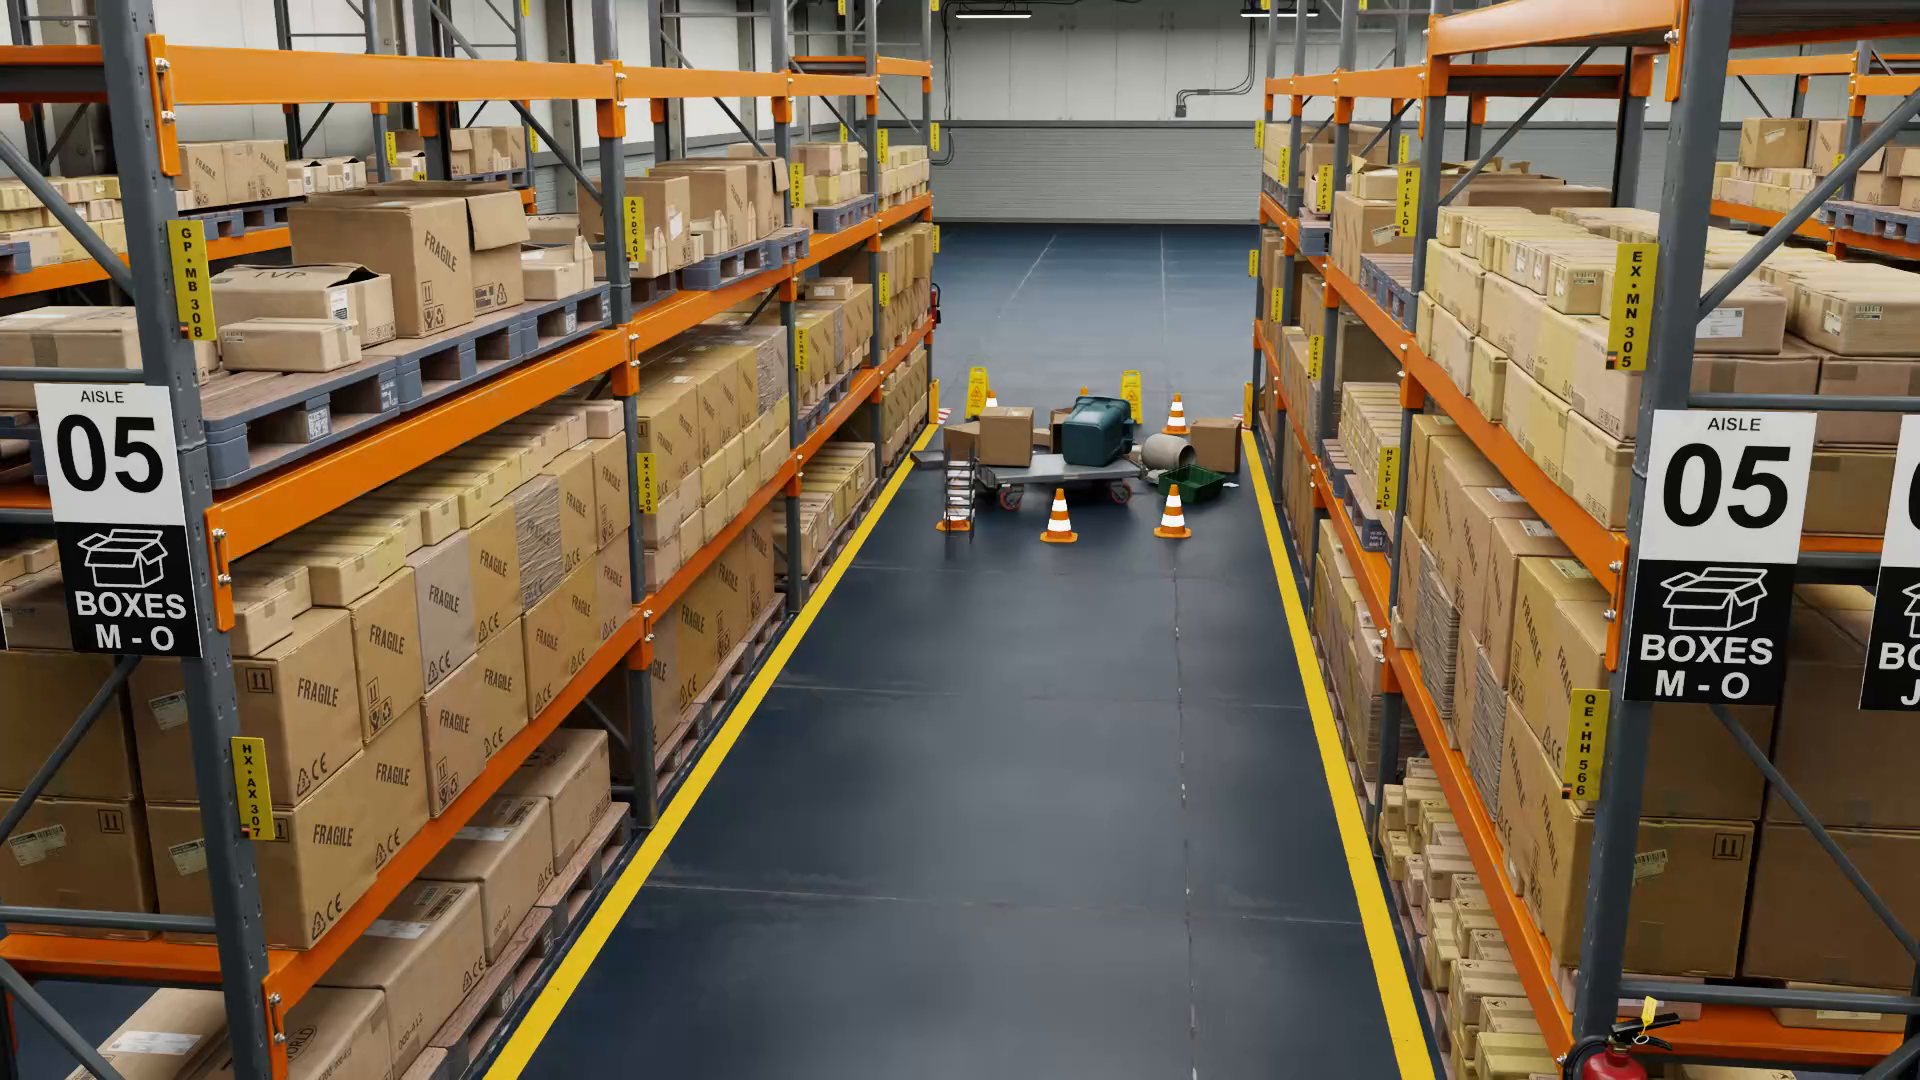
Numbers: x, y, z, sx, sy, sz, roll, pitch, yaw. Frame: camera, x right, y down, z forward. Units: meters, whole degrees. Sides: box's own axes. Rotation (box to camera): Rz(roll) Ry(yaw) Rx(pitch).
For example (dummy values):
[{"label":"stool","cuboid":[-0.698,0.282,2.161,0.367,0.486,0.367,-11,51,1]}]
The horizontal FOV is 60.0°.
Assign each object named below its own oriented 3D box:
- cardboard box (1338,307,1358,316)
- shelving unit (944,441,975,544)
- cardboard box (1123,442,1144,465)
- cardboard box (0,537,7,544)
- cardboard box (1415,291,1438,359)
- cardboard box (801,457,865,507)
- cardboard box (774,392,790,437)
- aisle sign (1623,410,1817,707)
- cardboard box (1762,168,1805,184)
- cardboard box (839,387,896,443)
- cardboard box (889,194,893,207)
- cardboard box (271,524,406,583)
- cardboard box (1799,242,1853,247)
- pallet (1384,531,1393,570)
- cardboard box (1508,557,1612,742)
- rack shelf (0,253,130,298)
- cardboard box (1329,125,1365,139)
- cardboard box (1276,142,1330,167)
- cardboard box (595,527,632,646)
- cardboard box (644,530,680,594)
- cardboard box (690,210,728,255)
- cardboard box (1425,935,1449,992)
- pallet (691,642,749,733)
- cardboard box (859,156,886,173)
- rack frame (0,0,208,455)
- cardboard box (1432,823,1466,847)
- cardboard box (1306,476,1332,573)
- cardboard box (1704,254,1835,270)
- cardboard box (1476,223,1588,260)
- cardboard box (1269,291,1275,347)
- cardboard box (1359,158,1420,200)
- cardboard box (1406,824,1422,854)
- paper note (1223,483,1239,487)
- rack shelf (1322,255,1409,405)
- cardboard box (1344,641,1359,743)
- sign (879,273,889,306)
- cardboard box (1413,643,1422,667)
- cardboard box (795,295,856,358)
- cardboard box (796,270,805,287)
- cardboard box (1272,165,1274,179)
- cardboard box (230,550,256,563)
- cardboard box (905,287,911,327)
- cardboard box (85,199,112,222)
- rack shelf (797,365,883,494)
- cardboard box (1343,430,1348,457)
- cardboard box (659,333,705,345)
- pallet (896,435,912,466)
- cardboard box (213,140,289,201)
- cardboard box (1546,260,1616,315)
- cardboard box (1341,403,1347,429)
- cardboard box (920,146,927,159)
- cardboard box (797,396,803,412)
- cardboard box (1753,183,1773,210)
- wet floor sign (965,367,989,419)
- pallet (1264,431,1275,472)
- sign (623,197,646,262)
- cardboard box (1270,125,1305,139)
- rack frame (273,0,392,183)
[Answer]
[{"label":"cardboard box","cuboid":[3.293,-1.554,13.143,0.700,0.500,0.500,1,15,5]},{"label":"shelving unit","cuboid":[-0.001,-0.432,15.125,0.258,0.900,0.210,2,15,6]},{"label":"cardboard box","cuboid":[1.992,-0.993,18.414,0.396,0.266,0.258,4,16,16]},{"label":"cardboard box","cuboid":[-7.163,0.048,12.066,0.380,0.149,0.250,1,15,5]},{"label":"cardboard box","cuboid":[2.411,-1.001,7.748,0.500,0.250,0.500,2,15,9]},{"label":"cardboard box","cuboid":[-1.436,-0.544,15.745,0.950,0.372,0.625,3,15,10]},{"label":"cardboard box","cuboid":[-1.555,-0.931,12.276,0.500,0.250,0.500,2,15,6]},{"label":"aisle sign","cuboid":[1.968,0.055,4.322,0.394,0.787,0.004,2,15,6]},{"label":"cardboard box","cuboid":[8.573,-3.779,17.257,0.380,0.149,0.250,2,15,6]},{"label":"cardboard box","cuboid":[-0.967,-1.315,17.393,0.500,0.500,0.500,2,15,9]},{"label":"cardboard box","cuboid":[-0.911,-3.599,17.550,0.380,0.149,0.250,1,15,5]},{"label":"cardboard box","cuboid":[-2.227,0.049,5.973,0.380,0.149,0.250,1,15,4]},{"label":"cardboard box","cuboid":[9.006,-2.814,17.233,0.500,0.500,0.500,2,15,6]},{"label":"pallet","cuboid":[2.956,0.161,9.277,1.003,0.211,1.213,2,15,6]},{"label":"cardboard box","cuboid":[2.136,0.367,5.468,0.500,0.500,0.500,1,15,4]},{"label":"rack shelf","cuboid":[-6.911,-1.622,11.135,1.077,0.370,4.000,2,15,6]},{"label":"cardboard box","cuboid":[4.292,-4.517,18.420,0.380,0.149,0.250,2,15,7]},{"label":"cardboard box","cuboid":[3.544,-3.979,17.194,0.500,0.250,0.500,2,15,6]},{"label":"cardboard box","cuboid":[-2.003,0.222,8.491,0.500,0.500,0.500,2,15,7]},{"label":"cardboard box","cuboid":[-1.893,0.108,9.390,0.500,0.250,0.500,1,15,5]},{"label":"cardboard box","cuboid":[-1.650,-1.907,10.263,0.396,0.266,0.258,3,15,11]},{"label":"cardboard box","cuboid":[2.259,1.858,7.289,0.380,0.149,0.250,1,15,5]},{"label":"pallet","cuboid":[-2.057,0.969,11.263,1.003,0.211,1.213,2,15,6]},{"label":"cardboard box","cuboid":[-0.942,-3.716,16.454,0.380,0.149,0.250,1,15,5]},{"label":"rack frame","cuboid":[-2.656,-1.716,4.357,1.000,3.000,0.127,2,15,6]},{"label":"cardboard box","cuboid":[2.404,1.436,7.708,0.380,0.149,0.250,1,15,5]},{"label":"cardboard box","cuboid":[3.335,-0.048,13.185,1.050,0.750,0.750,1,15,5]},{"label":"cardboard box","cuboid":[2.639,-0.854,5.481,0.380,0.149,0.250,2,15,8]},{"label":"cardboard box","cuboid":[2.333,-1.209,6.794,0.380,0.149,0.250,1,15,4]},{"label":"cardboard box","cuboid":[3.836,-2.402,18.098,0.875,0.550,0.500,2,15,6]},{"label":"cardboard box","cuboid":[2.809,-2.343,10.766,0.396,0.266,0.258,2,15,6]},{"label":"cardboard box","cuboid":[2.427,1.445,8.248,0.380,0.149,0.250,2,15,7]},{"label":"paper note","cuboid":[2.804,-0.581,17.339,0.147,0.020,0.142,-10,18,-32]},{"label":"rack shelf","cuboid":[2.951,-1.358,10.156,1.077,0.370,4.000,2,15,6]},{"label":"cardboard box","cuboid":[2.617,0.933,10.036,0.500,0.500,0.500,1,15,5]},{"label":"sign","cuboid":[-0.750,-2.476,16.442,0.100,0.325,0.005,2,15,6]},{"label":"cardboard box","cuboid":[2.413,0.516,8.076,0.380,0.149,0.250,2,15,8]},{"label":"cardboard box","cuboid":[-1.245,-1.938,15.106,0.500,0.500,0.500,2,15,8]},{"label":"cardboard box","cuboid":[-1.706,-2.529,16.047,0.380,0.149,0.250,2,15,6]},{"label":"cardboard box","cuboid":[3.552,-3.955,17.870,0.380,0.149,0.250,2,15,7]},{"label":"cardboard box","cuboid":[-2.795,0.037,6.018,0.380,0.149,0.250,2,15,8]},{"label":"cardboard box","cuboid":[-0.835,-2.623,18.441,0.500,0.500,0.500,2,15,7]},{"label":"cardboard box","cuboid":[-6.535,-2.443,12.314,0.380,0.149,0.250,1,15,5]},{"label":"rack shelf","cuboid":[-1.527,-1.067,14.826,1.077,0.370,4.000,2,15,6]},{"label":"cardboard box","cuboid":[2.895,-0.677,11.685,0.380,0.149,0.250,2,15,9]},{"label":"cardboard box","cuboid":[-2.098,-1.176,11.747,0.500,0.500,0.500,2,15,6]},{"label":"pallet","cuboid":[-1.126,-1.079,18.836,1.003,0.211,1.213,2,15,6]},{"label":"cardboard box","cuboid":[-6.247,-3.232,14.523,0.500,0.500,0.500,2,15,8]},{"label":"cardboard box","cuboid":[2.095,-0.804,5.297,0.380,0.149,0.250,2,15,7]},{"label":"cardboard box","cuboid":[2.923,-0.881,11.869,0.380,0.149,0.250,2,15,9]},{"label":"cardboard box","cuboid":[-0.595,-4.585,19.668,0.380,0.149,0.250,2,15,7]},{"label":"cardboard box","cuboid":[-1.466,-1.128,13.351,0.380,0.149,0.250,1,15,3]},{"label":"cardboard box","cuboid":[8.520,-3.539,17.132,0.500,0.250,0.500,2,15,8]},{"label":"wet floor sign","cuboid":[0.234,-1.851,20.860,0.267,0.644,0.232,7,17,25]},{"label":"pallet","cuboid":[3.927,-0.979,18.467,1.003,0.211,1.213,2,15,6]},{"label":"sign","cuboid":[-1.653,-1.578,8.449,0.100,0.325,0.005,2,15,6]},{"label":"cardboard box","cuboid":[3.610,-4.472,18.254,0.380,0.149,0.250,1,15,5]},{"label":"rack frame","cuboid":[-6.234,-4.974,16.405,1.000,3.000,0.127,2,15,6]}]
